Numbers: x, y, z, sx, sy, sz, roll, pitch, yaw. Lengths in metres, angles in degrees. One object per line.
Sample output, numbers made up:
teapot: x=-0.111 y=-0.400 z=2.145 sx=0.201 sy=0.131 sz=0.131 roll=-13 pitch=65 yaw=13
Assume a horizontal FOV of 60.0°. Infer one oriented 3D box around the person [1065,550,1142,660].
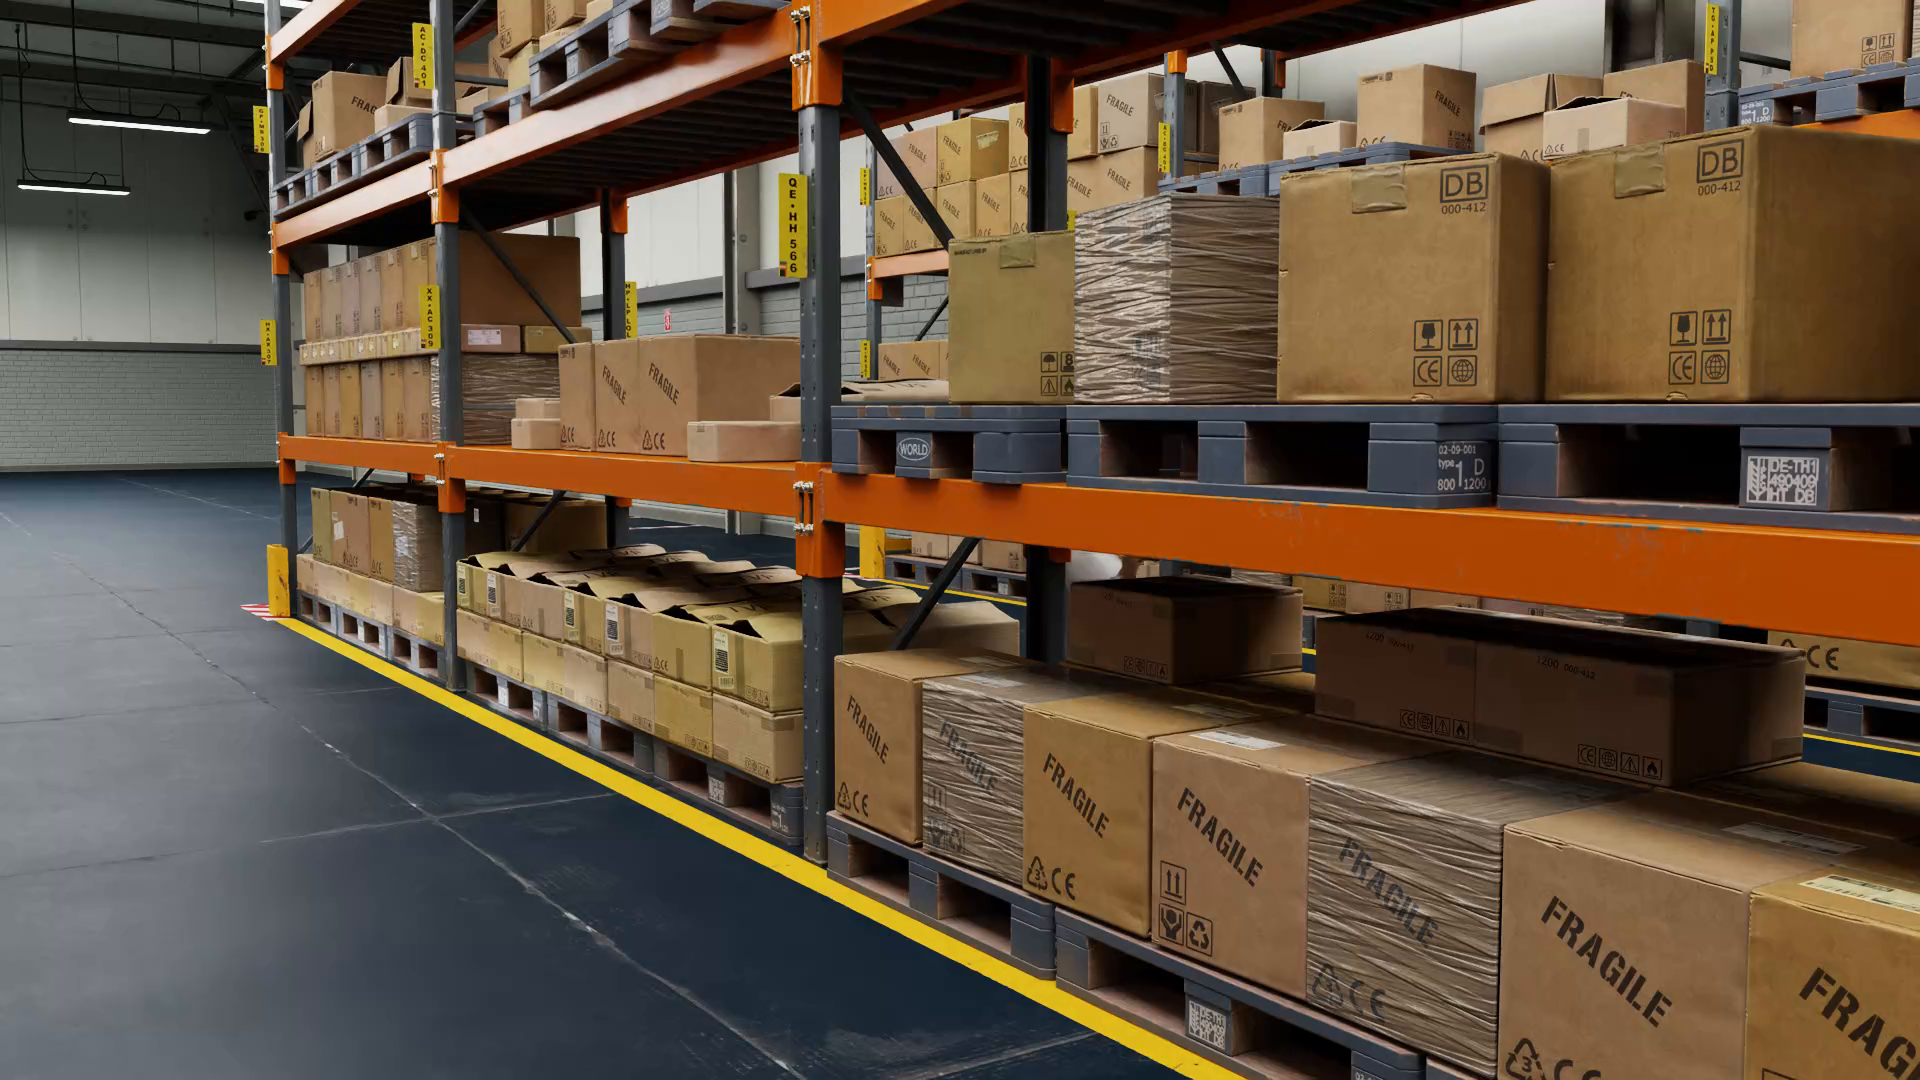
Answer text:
person: x=0.642 y=0.029 z=8.996 sx=0.636 sy=1.532 sz=0.627 roll=-3 pitch=5 yaw=-33
